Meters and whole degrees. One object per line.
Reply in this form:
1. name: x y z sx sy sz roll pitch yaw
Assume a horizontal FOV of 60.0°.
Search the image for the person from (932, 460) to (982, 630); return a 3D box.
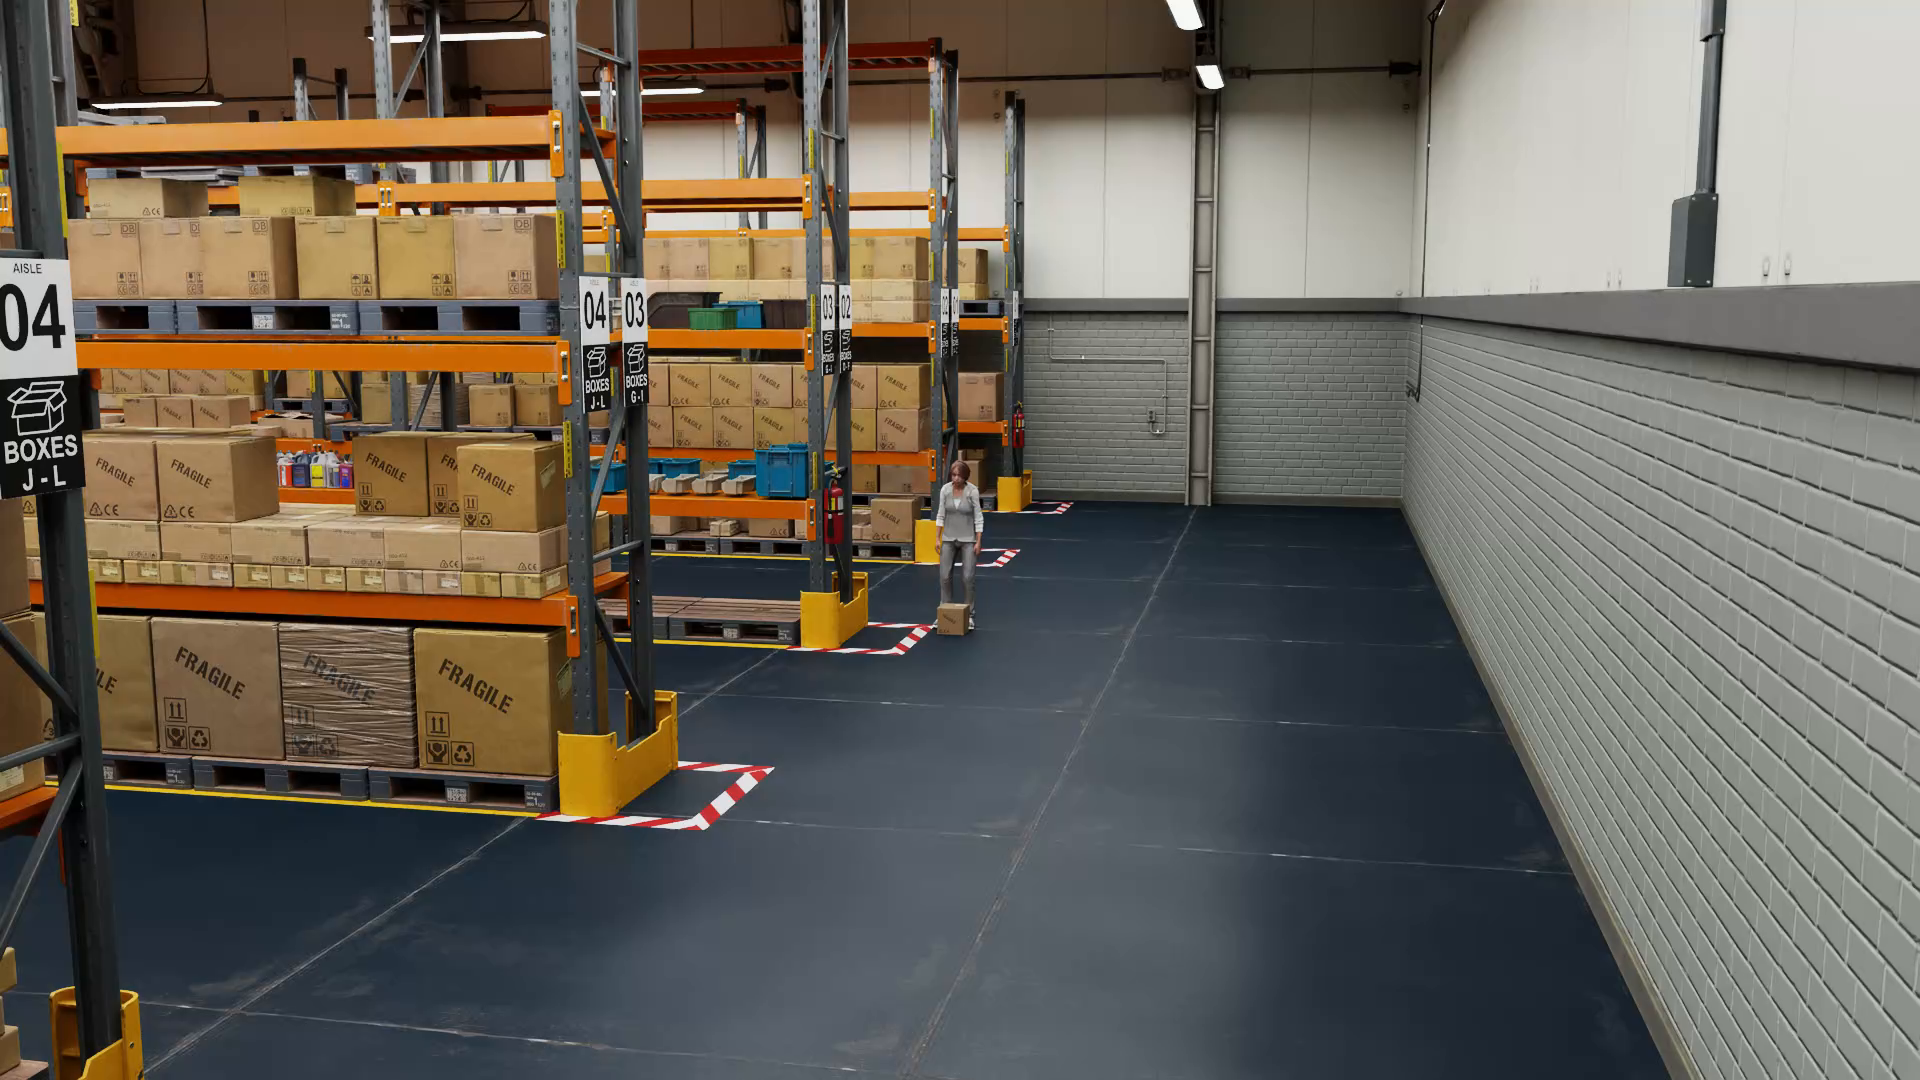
1. person: -0.017 0.045 15.593 0.449 1.581 0.317 2 8 14
